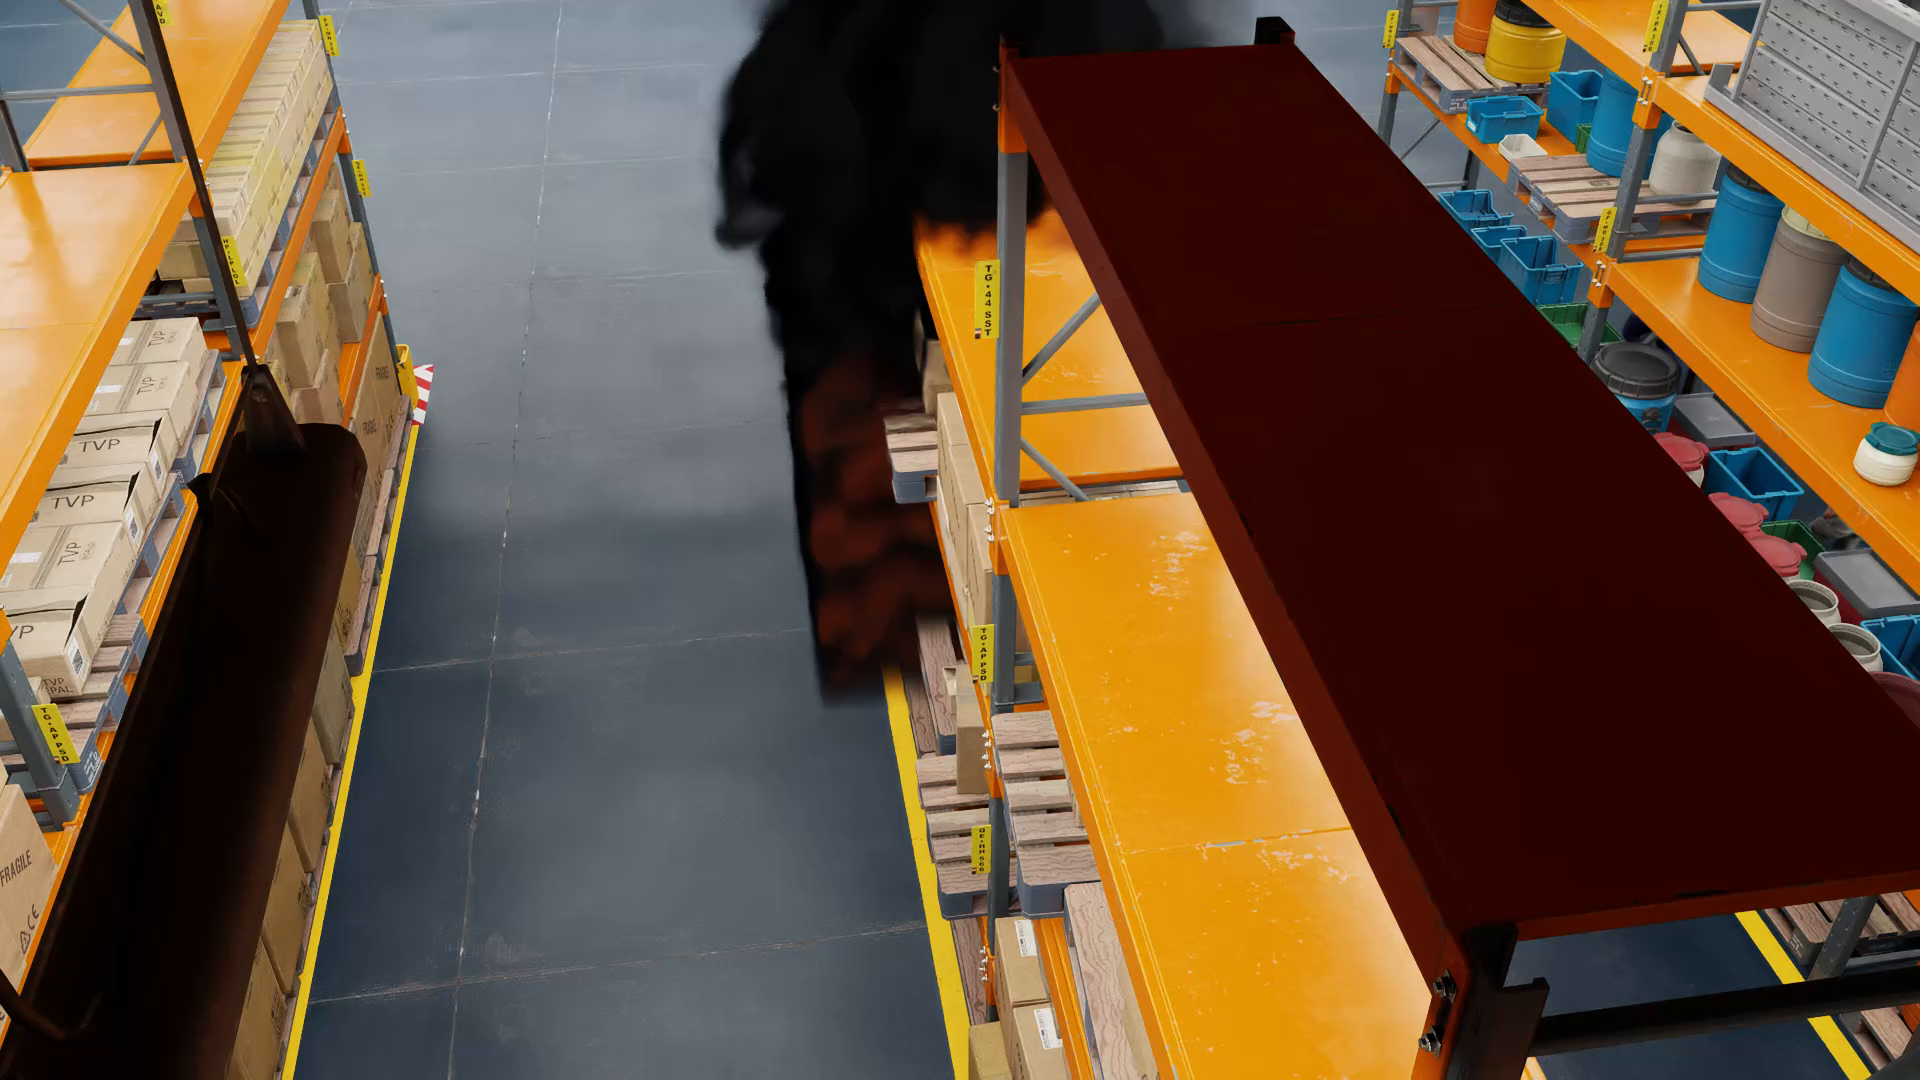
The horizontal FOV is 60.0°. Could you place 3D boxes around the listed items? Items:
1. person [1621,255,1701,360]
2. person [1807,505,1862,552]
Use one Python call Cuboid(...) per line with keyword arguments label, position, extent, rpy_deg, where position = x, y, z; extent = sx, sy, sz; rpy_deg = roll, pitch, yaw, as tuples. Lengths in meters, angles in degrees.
Cuboid(label="person", position=(6.253, -2.010, 14.810), extent=(0.585, 1.700, 0.708), rpy_deg=(-8, 37, -11))
Cuboid(label="person", position=(6.525, -0.140, 12.299), extent=(0.519, 1.582, 0.615), rpy_deg=(-6, 37, -8))
